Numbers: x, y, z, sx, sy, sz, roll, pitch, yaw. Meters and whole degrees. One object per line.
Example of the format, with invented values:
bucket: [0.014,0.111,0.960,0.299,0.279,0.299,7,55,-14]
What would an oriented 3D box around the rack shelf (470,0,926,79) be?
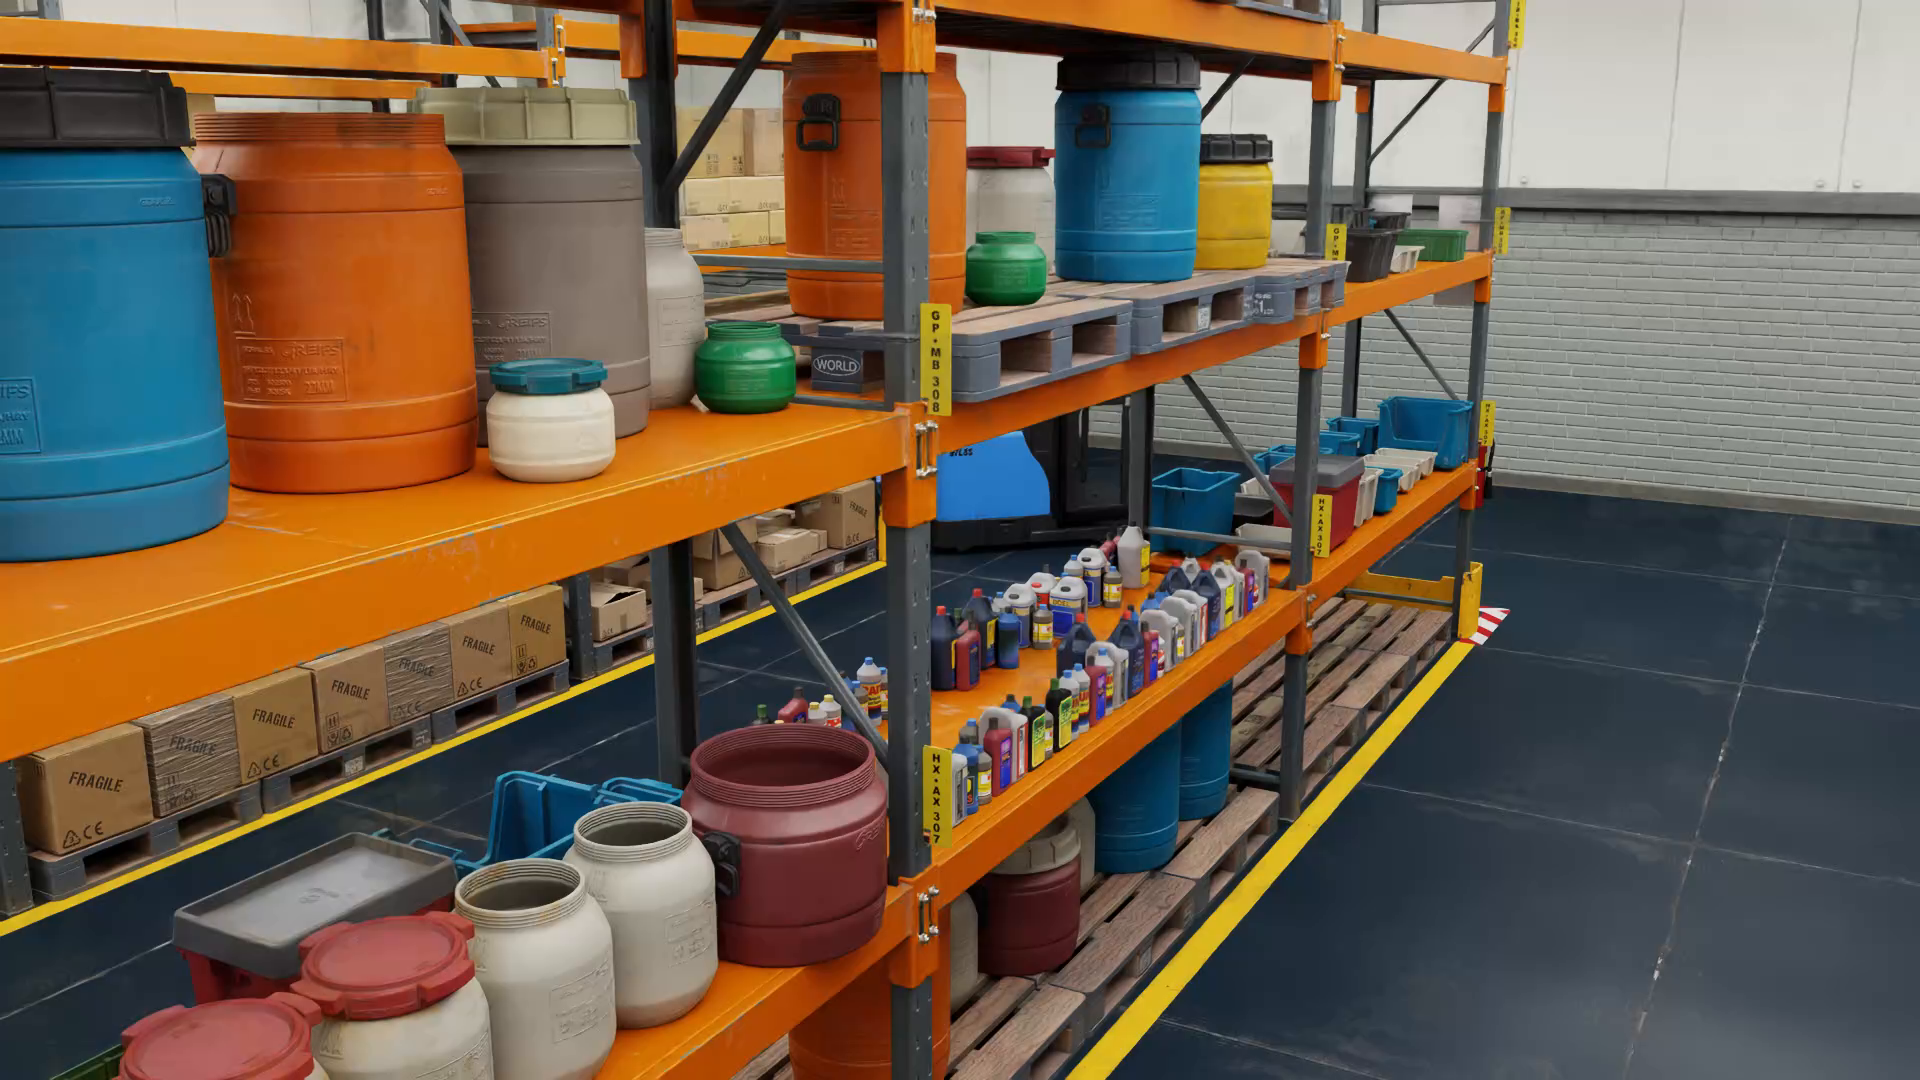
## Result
rack shelf: [-1.522,-1.143,3.177,1.077,0.370,4.000,7,15,28]

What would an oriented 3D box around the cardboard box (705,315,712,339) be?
cardboard box: [-1.984,-1.374,12.203,0.500,0.500,0.500,7,15,26]

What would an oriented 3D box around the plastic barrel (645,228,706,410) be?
plastic barrel: [-0.974,-0.664,4.966,0.421,0.512,0.421,0,14,0]

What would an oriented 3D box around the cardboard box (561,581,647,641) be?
cardboard box: [-2.564,0.468,11.705,0.500,0.311,0.500,7,15,28]

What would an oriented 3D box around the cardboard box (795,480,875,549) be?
cardboard box: [-1.069,-0.243,14.253,0.500,0.500,0.500,7,15,28]

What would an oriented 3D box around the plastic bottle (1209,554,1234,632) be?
plastic bottle: [1.221,0.248,7.925,0.144,0.351,0.185,7,15,28]

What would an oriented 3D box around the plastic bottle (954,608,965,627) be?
plastic bottle: [-0.027,0.445,7.253,0.061,0.283,0.133,7,15,28]

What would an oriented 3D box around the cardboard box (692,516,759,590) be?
cardboard box: [-2.052,0.050,13.029,0.797,0.503,0.637,7,15,28]

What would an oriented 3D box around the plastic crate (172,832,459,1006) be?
plastic crate: [-1.604,1.085,4.212,0.402,0.464,0.583,7,15,28]

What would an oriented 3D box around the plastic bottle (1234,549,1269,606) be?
plastic bottle: [1.471,0.176,8.382,0.152,0.276,0.135,7,15,28]

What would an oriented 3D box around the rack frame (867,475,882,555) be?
rack frame: [-1.022,-1.384,14.590,1.000,3.000,0.127,7,15,28]

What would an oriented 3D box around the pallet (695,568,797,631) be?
pallet: [-2.034,0.400,13.139,1.003,0.211,1.213,7,15,28]

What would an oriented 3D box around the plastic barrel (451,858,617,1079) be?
plastic barrel: [-1.069,1.087,4.104,0.421,0.512,0.421,0,14,0]

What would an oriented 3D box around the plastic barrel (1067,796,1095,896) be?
plastic barrel: [0.407,1.365,7.601,0.421,0.512,0.421,0,14,0]

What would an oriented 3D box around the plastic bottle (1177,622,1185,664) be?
plastic bottle: [0.953,0.446,7.425,0.097,0.201,0.097,0,14,0]

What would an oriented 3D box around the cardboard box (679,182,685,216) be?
cardboard box: [-2.263,-2.366,11.517,0.500,0.250,0.500,7,15,28]

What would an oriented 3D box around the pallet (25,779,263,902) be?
pallet: [-4.496,1.464,8.727,1.003,0.211,1.213,7,15,28]

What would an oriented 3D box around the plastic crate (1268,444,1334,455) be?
plastic crate: [2.268,-0.486,11.096,0.416,0.233,0.300,7,15,28]

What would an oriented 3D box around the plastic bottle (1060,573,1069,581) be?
plastic bottle: [0.517,0.263,8.184,0.097,0.201,0.097,0,14,0]

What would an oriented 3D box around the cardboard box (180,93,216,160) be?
cardboard box: [-4.180,-2.034,8.538,0.500,0.500,0.500,7,15,28]

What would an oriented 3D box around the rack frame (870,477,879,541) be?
rack frame: [-0.557,-0.631,14.723,0.500,1.500,0.032,-11,20,-18]

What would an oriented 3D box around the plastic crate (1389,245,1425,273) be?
plastic crate: [2.530,-1.700,10.064,0.437,0.136,0.530,7,15,28]

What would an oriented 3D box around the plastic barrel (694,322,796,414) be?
plastic barrel: [-0.630,-0.507,4.884,0.294,0.245,0.294,0,14,0]

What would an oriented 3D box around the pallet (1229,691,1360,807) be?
pallet: [1.700,1.199,9.826,1.003,0.211,1.213,7,15,28]

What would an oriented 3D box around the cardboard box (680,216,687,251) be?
cardboard box: [-2.259,-2.122,11.573,0.500,0.250,0.500,7,15,28]

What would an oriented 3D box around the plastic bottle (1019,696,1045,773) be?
plastic bottle: [0.265,0.707,6.168,0.061,0.283,0.133,7,15,28]

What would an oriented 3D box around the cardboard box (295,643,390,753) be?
cardboard box: [-3.677,0.880,9.596,0.500,0.500,0.500,7,15,26]

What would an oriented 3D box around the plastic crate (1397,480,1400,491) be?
plastic crate: [2.684,-0.355,10.755,0.298,0.136,0.250,7,15,28]

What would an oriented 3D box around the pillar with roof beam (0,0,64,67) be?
pillar with roof beam: [-3.944,-3.794,11.787,9.100,9.000,0.400,7,15,28]

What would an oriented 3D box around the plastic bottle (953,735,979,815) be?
plastic bottle: [0.017,0.809,5.768,0.097,0.271,0.097,0,14,0]

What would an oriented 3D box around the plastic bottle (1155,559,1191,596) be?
plastic bottle: [1.005,0.270,7.835,0.144,0.351,0.185,7,15,28]

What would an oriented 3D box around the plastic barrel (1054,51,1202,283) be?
plastic barrel: [0.687,-1.540,6.871,0.600,0.901,0.708,7,15,28]

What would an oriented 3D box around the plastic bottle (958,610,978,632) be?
plastic bottle: [0.026,0.452,7.225,0.061,0.283,0.133,7,15,28]

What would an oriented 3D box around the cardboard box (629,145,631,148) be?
cardboard box: [-2.388,-2.747,11.496,0.700,0.500,0.500,7,15,28]

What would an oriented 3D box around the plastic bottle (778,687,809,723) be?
plastic bottle: [-0.622,0.697,6.206,0.061,0.283,0.133,7,15,28]

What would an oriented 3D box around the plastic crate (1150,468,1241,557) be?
plastic crate: [1.306,-0.157,9.408,0.392,0.384,0.575,7,15,28]

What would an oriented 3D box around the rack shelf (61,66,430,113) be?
rack shelf: [-6.327,-3.906,14.641,1.077,0.370,4.000,7,15,28]

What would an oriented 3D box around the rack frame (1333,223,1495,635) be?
rack frame: [3.312,-0.822,12.259,1.000,3.000,0.127,7,15,28]

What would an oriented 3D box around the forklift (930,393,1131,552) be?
forklift: [1.086,-1.498,15.212,3.031,2.935,1.130,-4,14,-17]

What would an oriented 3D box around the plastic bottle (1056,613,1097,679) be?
plastic bottle: [0.490,0.485,6.945,0.144,0.351,0.185,7,15,28]

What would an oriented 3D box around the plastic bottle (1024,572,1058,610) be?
plastic bottle: [0.374,0.301,7.867,0.152,0.276,0.135,7,15,28]

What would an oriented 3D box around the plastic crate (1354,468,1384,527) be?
plastic crate: [2.278,-0.265,10.075,0.437,0.282,0.530,7,15,28]

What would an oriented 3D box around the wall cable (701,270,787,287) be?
wall cable: [-2.313,-4.471,21.221,3.097,2.526,0.112,7,15,28]

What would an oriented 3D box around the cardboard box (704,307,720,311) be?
cardboard box: [-2.205,-1.543,12.903,0.500,0.500,0.500,7,15,28]

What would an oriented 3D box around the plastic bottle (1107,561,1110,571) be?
plastic bottle: [0.723,0.175,8.547,0.097,0.201,0.097,0,14,0]

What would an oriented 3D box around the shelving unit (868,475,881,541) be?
shelving unit: [-0.734,-0.777,15.176,0.538,1.500,1.048,-11,20,-18]

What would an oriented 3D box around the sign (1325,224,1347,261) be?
sign: [1.859,-1.401,8.242,0.100,0.325,0.005,7,15,28]

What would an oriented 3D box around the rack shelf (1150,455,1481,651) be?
rack shelf: [2.345,-0.062,10.642,1.077,0.370,4.000,7,15,28]

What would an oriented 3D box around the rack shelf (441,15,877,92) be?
rack shelf: [-1.989,-3.539,12.270,1.077,0.370,4.000,7,15,28]

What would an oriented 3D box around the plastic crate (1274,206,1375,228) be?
plastic crate: [2.333,-1.968,10.744,0.504,0.338,0.767,7,15,28]

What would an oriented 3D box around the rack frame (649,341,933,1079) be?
rack frame: [-0.555,0.819,5.451,1.000,3.000,0.127,7,15,28]

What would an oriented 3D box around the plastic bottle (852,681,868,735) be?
plastic bottle: [-0.409,0.656,6.554,0.097,0.201,0.097,0,14,0]

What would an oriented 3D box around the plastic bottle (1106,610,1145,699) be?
plastic bottle: [0.688,0.474,6.988,0.144,0.351,0.185,7,15,28]

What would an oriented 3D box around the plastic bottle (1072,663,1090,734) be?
plastic bottle: [0.464,0.619,6.555,0.097,0.271,0.097,0,14,0]

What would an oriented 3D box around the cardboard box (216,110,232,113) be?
cardboard box: [-6.461,-3.347,13.943,0.500,0.500,0.500,7,15,27]

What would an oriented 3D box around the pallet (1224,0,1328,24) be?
pallet: [1.005,-2.458,7.503,1.003,0.211,1.213,7,15,28]

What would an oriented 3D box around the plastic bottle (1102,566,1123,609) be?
plastic bottle: [0.762,0.232,8.309,0.097,0.201,0.097,0,14,0]

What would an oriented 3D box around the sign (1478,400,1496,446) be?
sign: [3.802,-0.842,11.995,0.100,0.325,0.005,7,15,28]

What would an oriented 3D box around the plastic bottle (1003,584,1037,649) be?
plastic bottle: [0.261,0.348,7.670,0.152,0.276,0.135,7,15,28]
